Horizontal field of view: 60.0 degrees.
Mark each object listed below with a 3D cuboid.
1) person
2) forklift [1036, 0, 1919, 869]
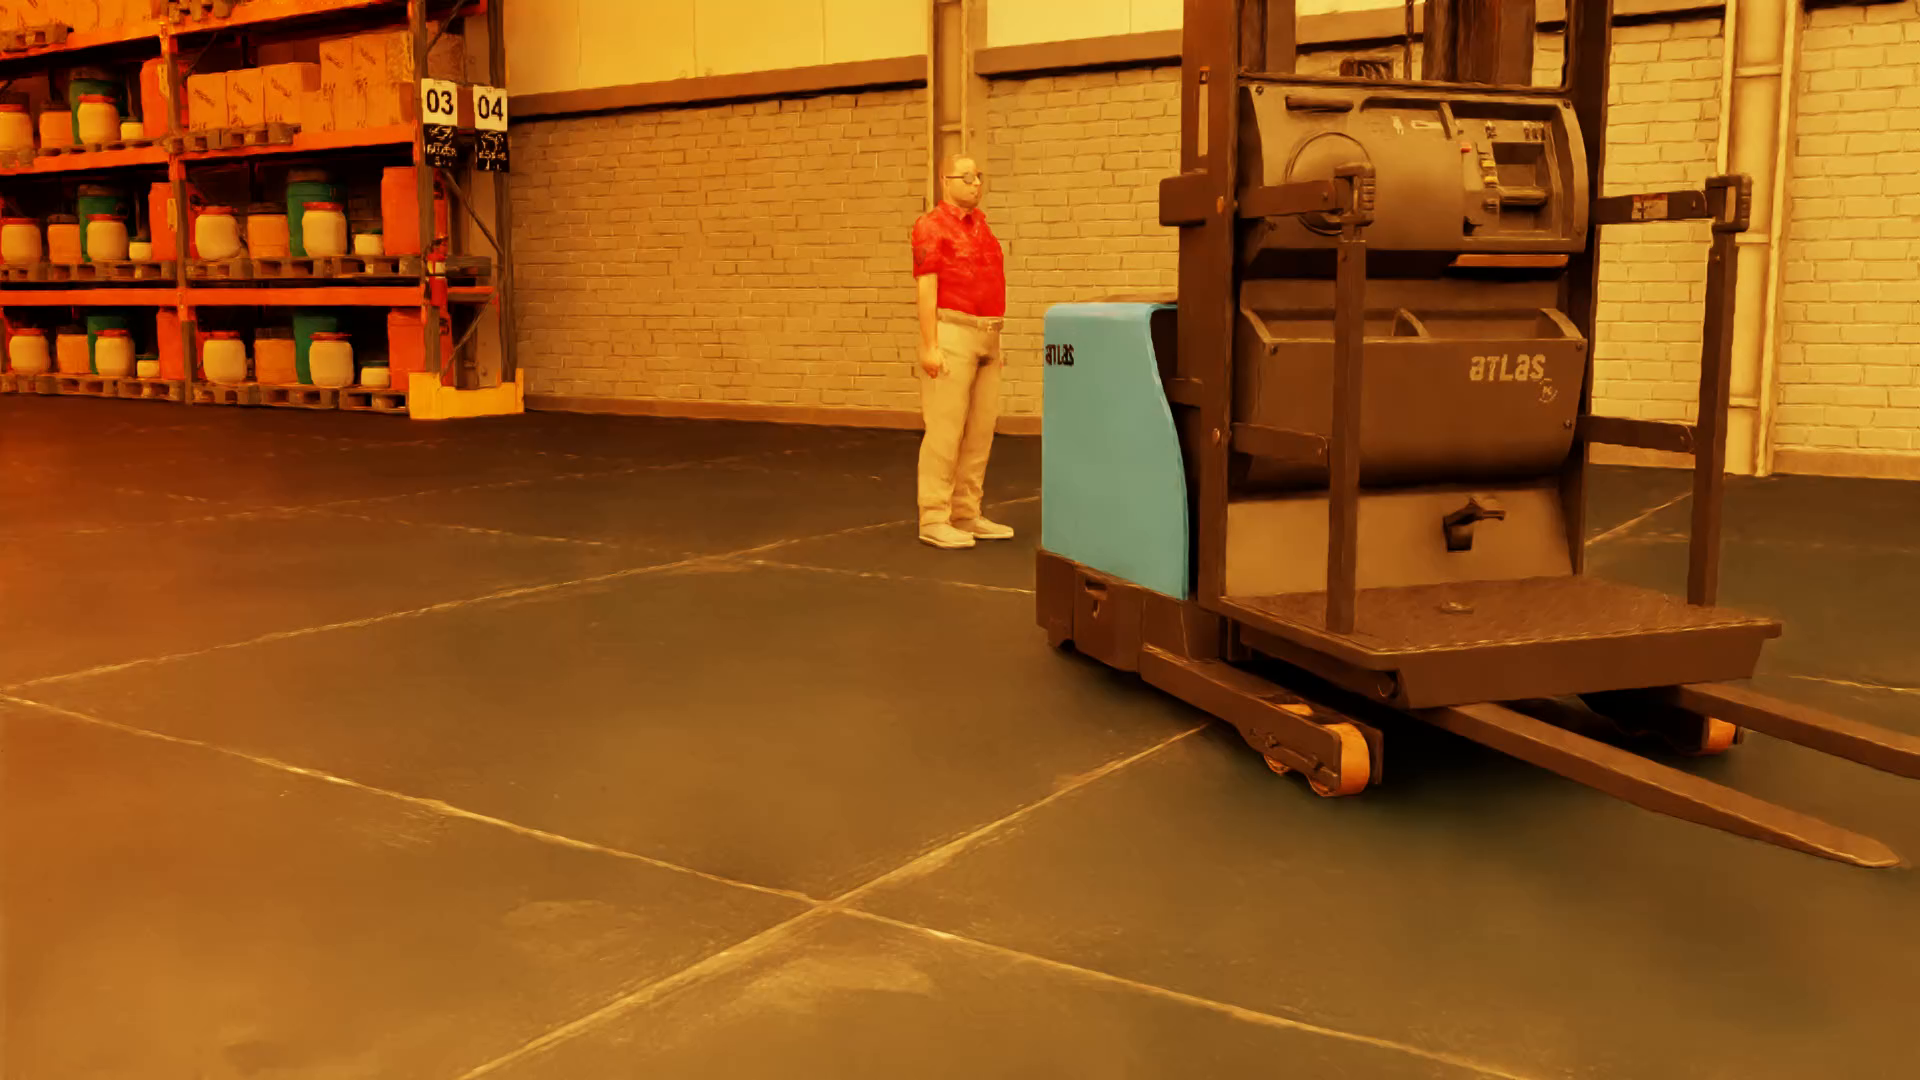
[{"bbox_3d":[0.022,-0.853,7.468,0.365,1.730,0.523,5,10,34],"label":"person"},{"bbox_3d":[1.206,-0.951,3.882,1.130,2.935,3.031,-3,9,-19],"label":"forklift"}]
